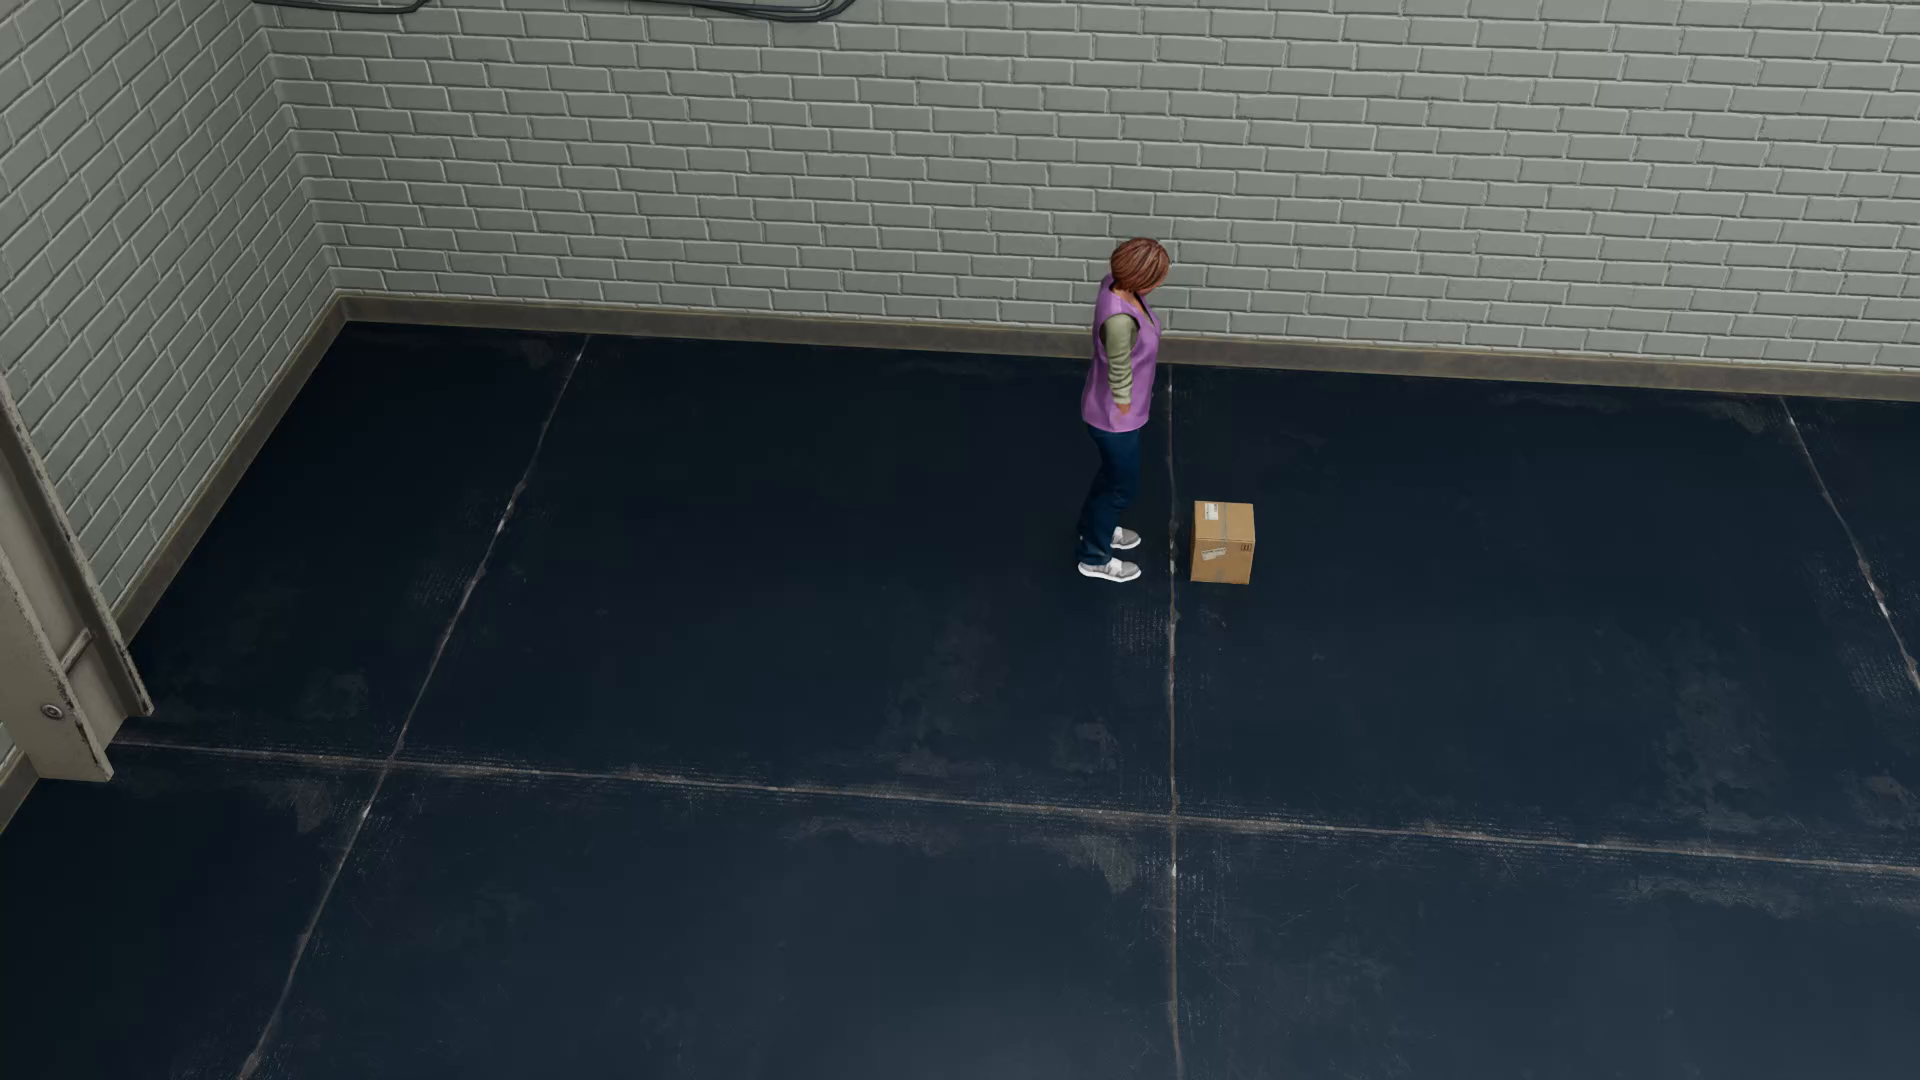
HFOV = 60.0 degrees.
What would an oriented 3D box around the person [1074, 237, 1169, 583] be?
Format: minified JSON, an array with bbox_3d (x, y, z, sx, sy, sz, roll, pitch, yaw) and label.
[{"bbox_3d":[0.647,-0.533,6.810,0.305,1.575,0.410,4,41,5],"label":"person"}]
